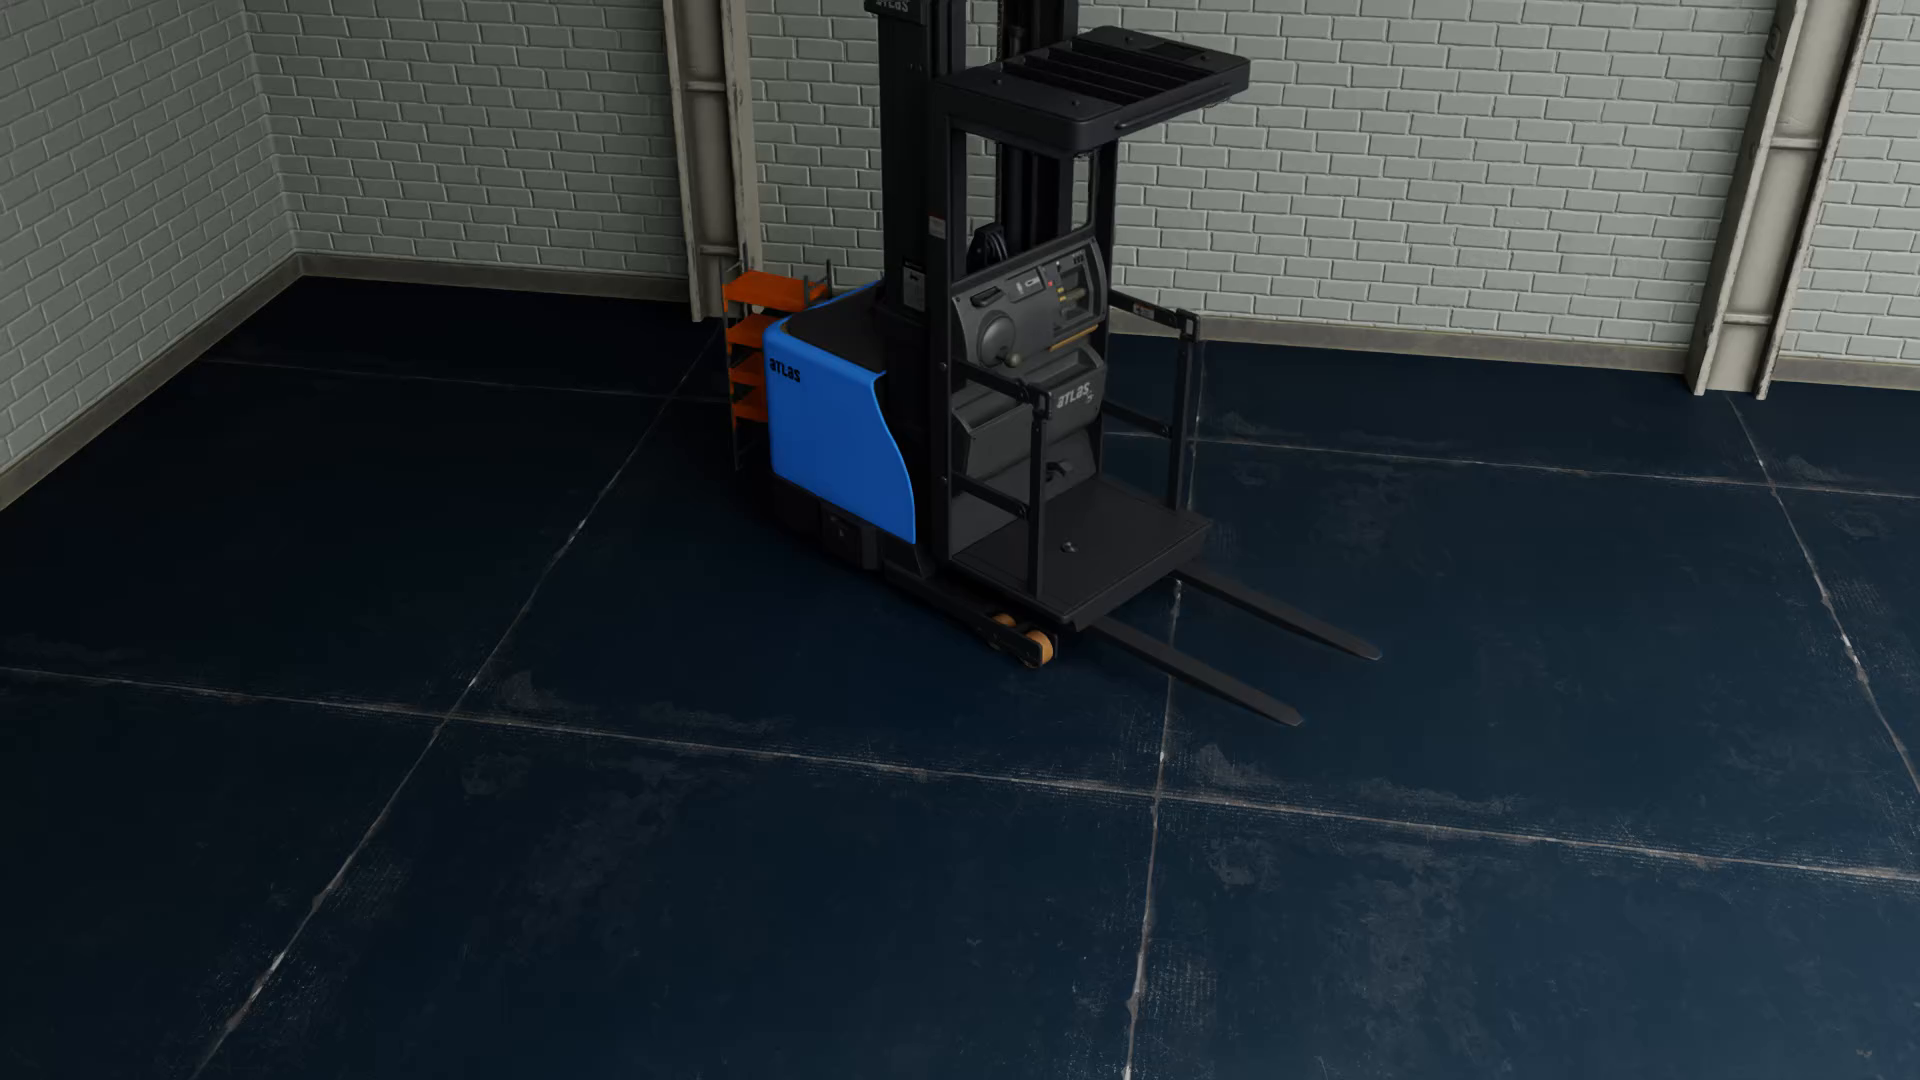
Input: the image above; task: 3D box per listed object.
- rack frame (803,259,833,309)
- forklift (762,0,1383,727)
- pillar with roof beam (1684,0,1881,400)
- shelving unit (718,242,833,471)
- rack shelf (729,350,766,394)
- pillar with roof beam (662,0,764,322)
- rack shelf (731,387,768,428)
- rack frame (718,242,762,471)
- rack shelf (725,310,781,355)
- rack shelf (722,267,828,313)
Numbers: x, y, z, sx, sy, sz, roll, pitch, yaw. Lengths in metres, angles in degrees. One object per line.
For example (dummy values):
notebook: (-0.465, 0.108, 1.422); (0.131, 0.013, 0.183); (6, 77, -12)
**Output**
rack frame: (-0.696, -0.820, 8.428); (0.015, 1.200, 0.240); (15, 35, 22)
forklift: (0.467, -0.990, 7.068); (3.031, 2.935, 1.130); (27, 41, 35)
pillar with roof beam: (3.725, -2.464, 3.705); (0.400, 9.000, 9.100); (5, 32, 8)
shelving unit: (-0.915, -0.877, 8.520); (0.503, 1.200, 0.258); (15, 35, 22)
rack shelf: (-0.915, -0.820, 8.555); (0.480, 0.148, 0.258); (15, 35, 22)
pillar with roof beam: (-2.189, -2.999, 4.560); (0.400, 9.000, 9.100); (5, 32, 8)
rack shelf: (-0.915, -0.651, 8.661); (0.480, 0.148, 0.258); (15, 35, 22)
rack frame: (-1.134, -0.934, 8.611); (0.015, 1.200, 0.240); (15, 35, 22)
rack shelf: (-0.915, -1.009, 8.437); (0.480, 0.148, 0.258); (15, 35, 22)
rack shelf: (-0.915, -1.210, 8.311); (0.480, 0.148, 0.258); (15, 35, 22)
